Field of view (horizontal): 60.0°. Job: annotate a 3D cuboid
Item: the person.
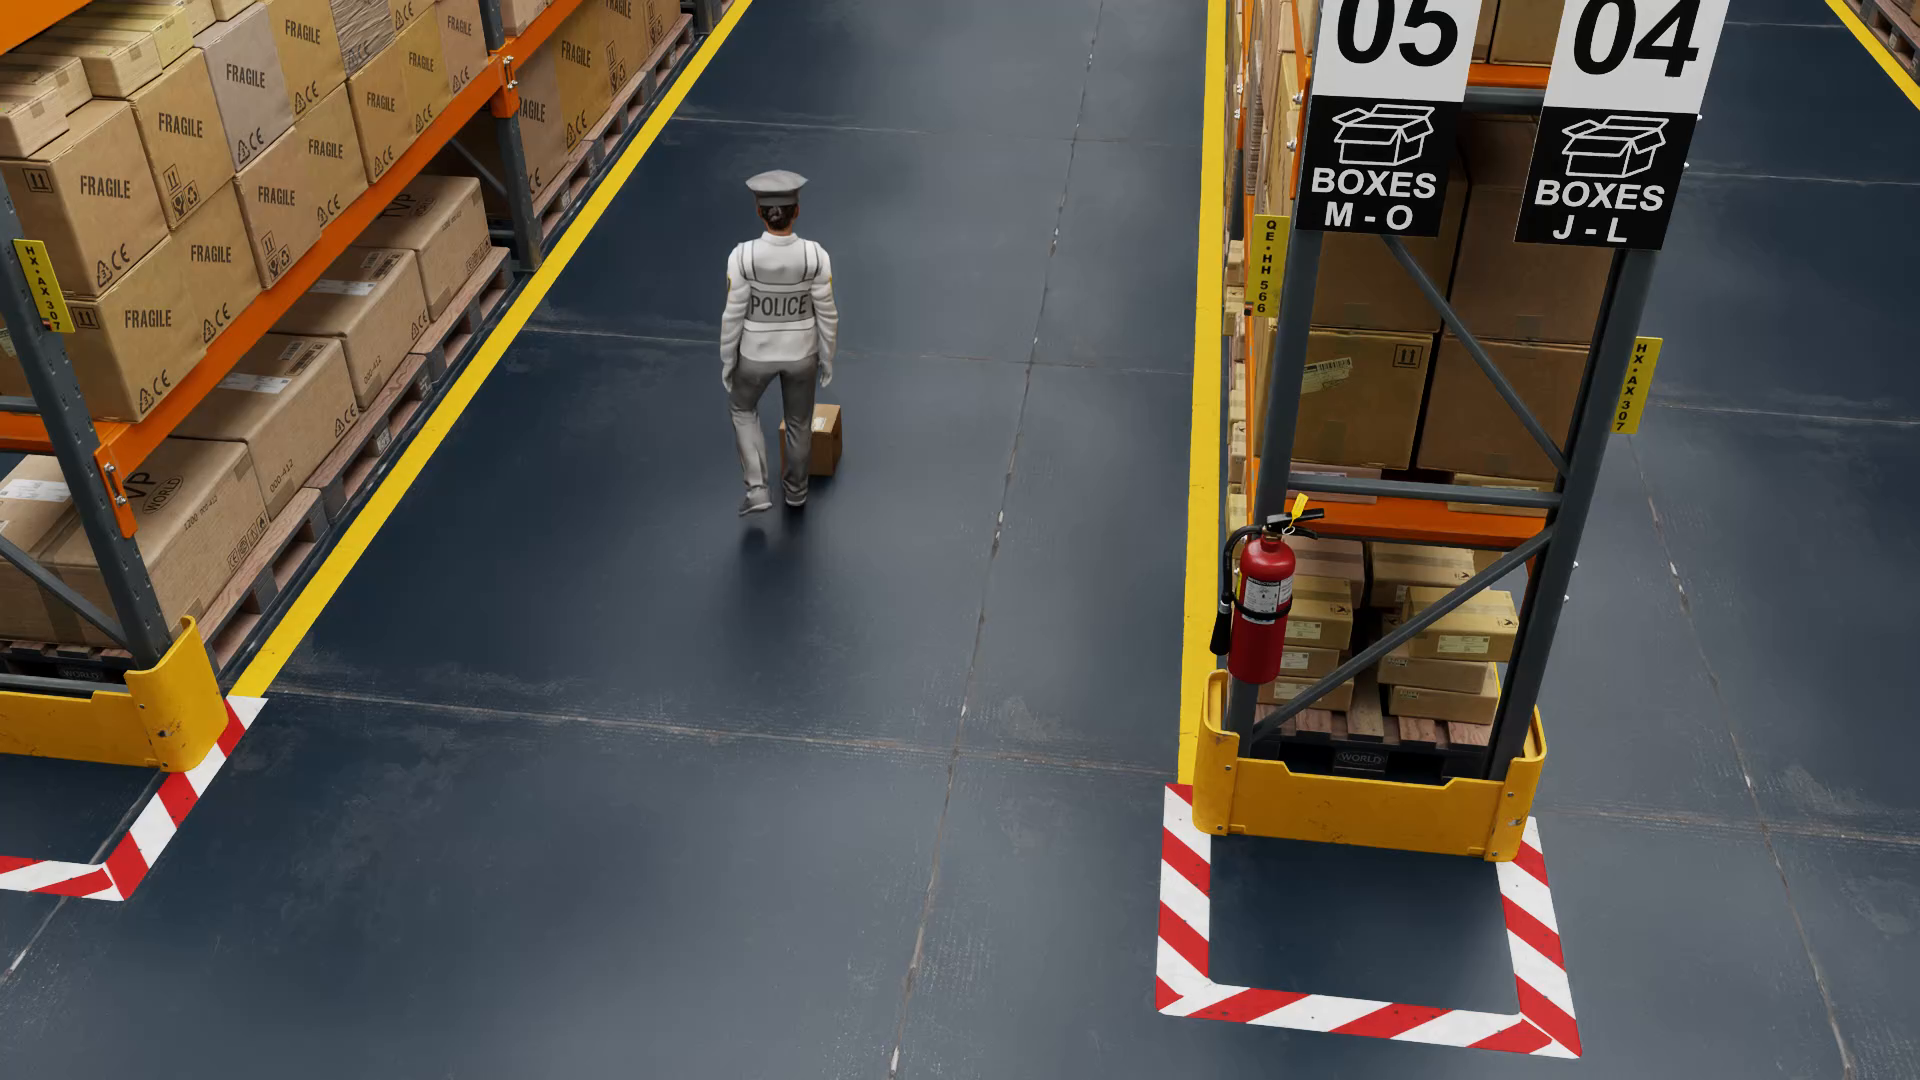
[{"bbox_3d":[-0.782,-0.820,7.225,0.504,1.659,0.537,-6,37,-8],"label":"person"}]
